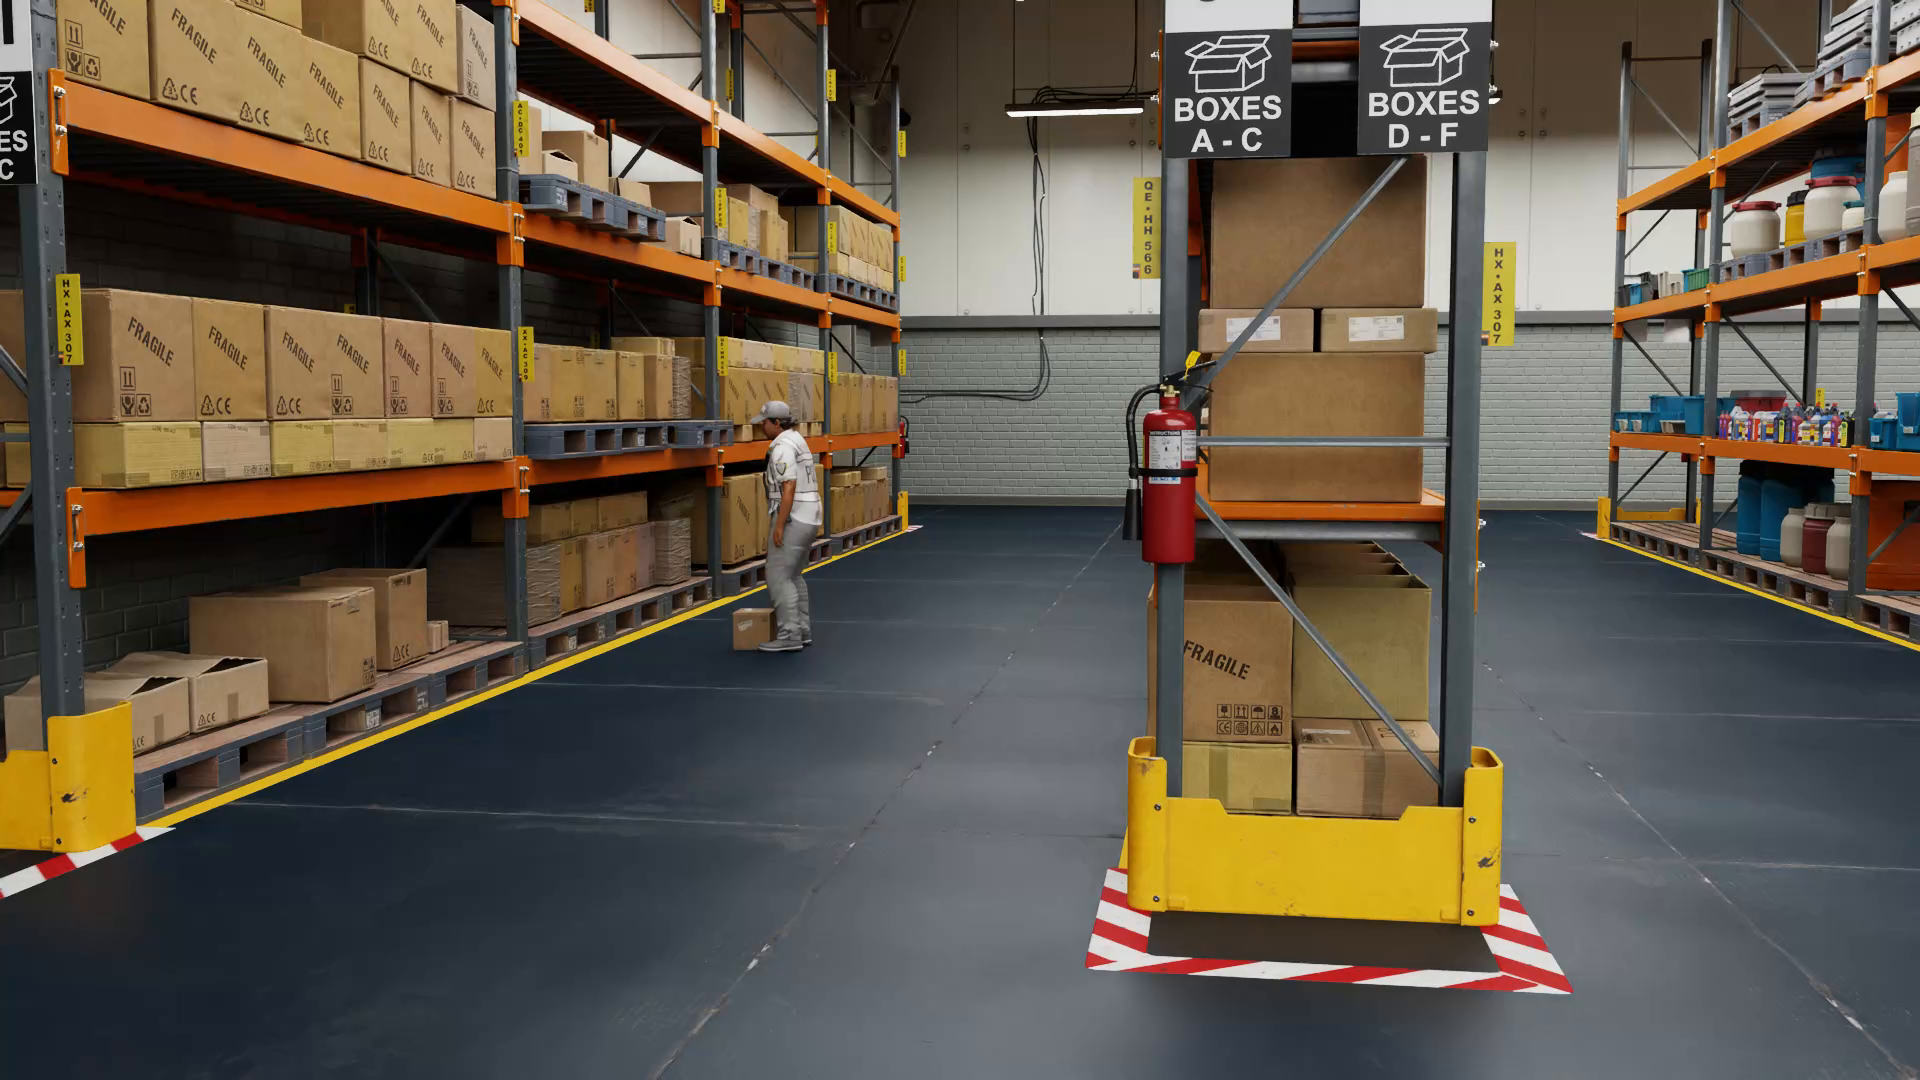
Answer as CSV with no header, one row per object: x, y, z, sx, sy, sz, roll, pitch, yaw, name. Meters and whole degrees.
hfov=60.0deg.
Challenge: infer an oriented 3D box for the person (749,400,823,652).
-1.163,-0.101,11.132,0.468,1.665,0.554,0,5,5,person
